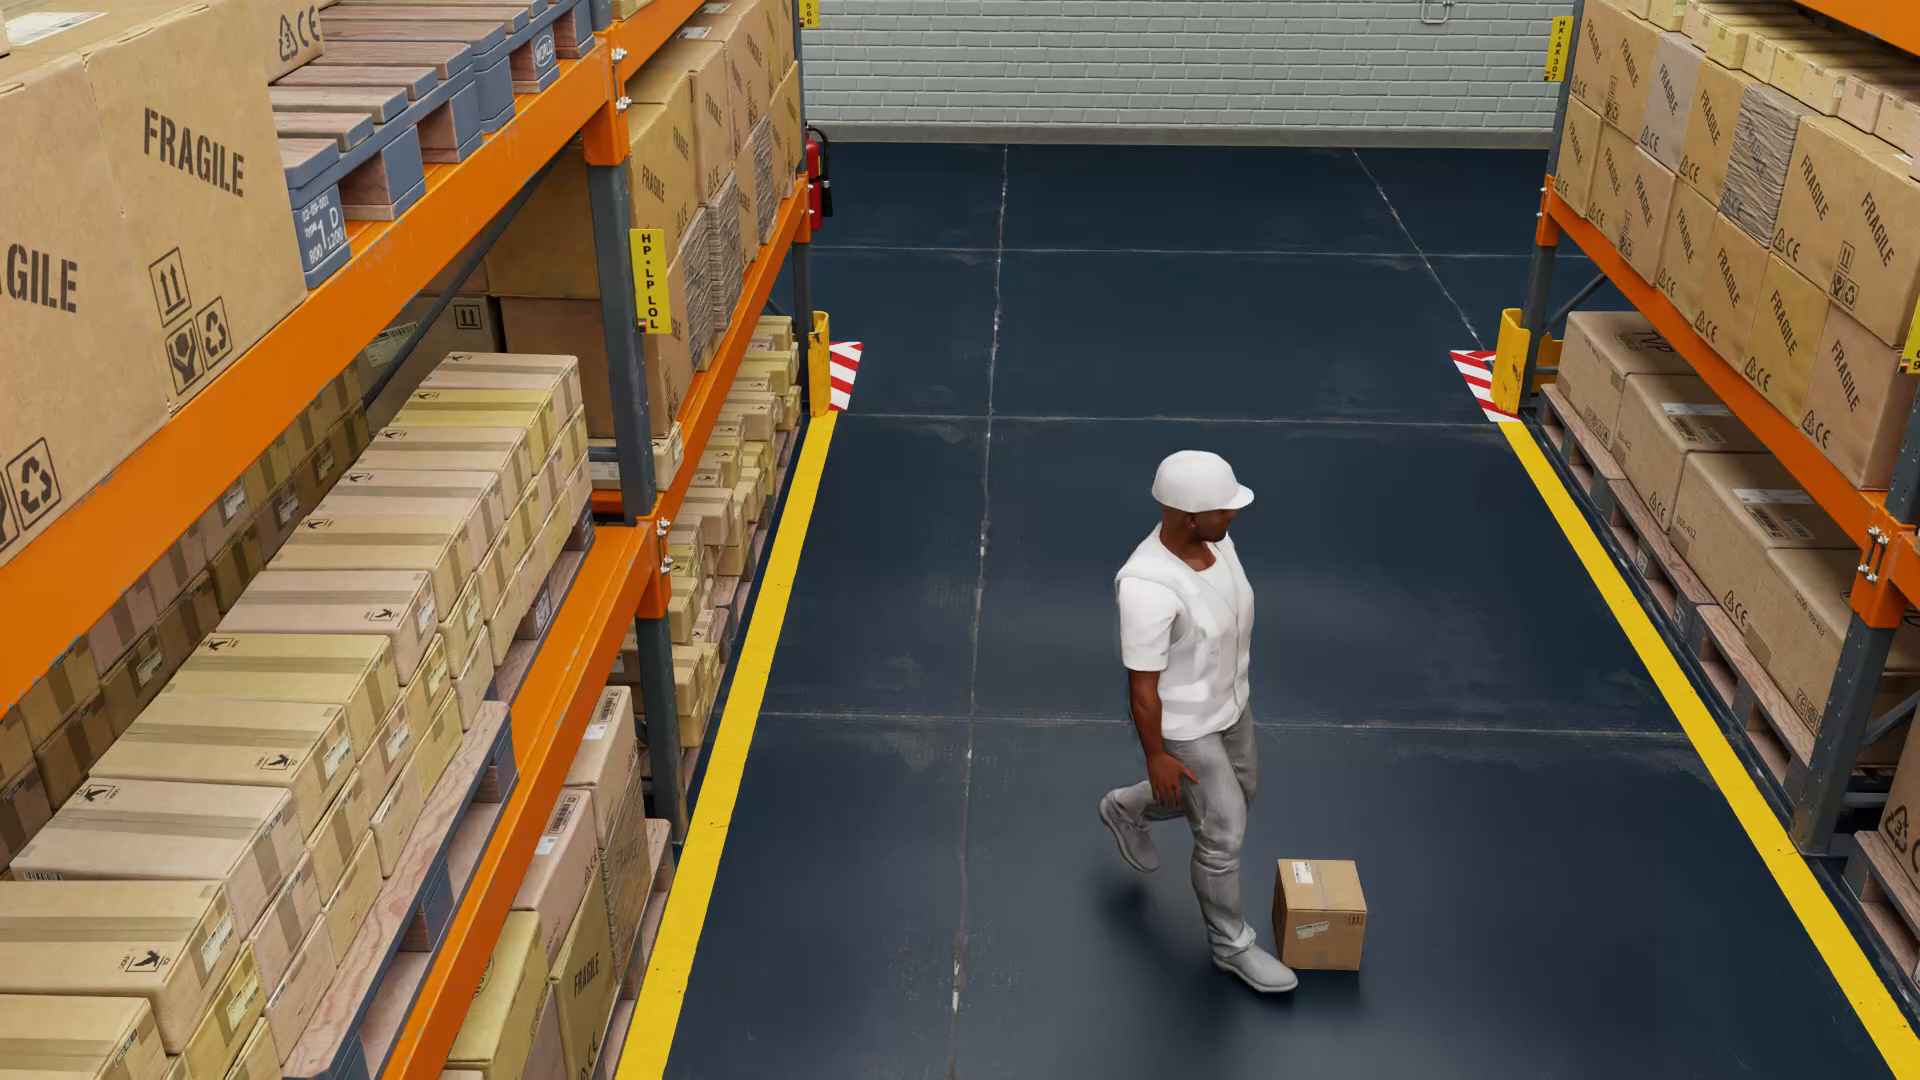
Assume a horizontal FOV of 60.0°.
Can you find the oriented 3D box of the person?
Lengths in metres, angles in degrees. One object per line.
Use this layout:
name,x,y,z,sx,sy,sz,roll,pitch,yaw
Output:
person,0.761,0.531,5.119,0.831,1.740,0.598,16,32,27
